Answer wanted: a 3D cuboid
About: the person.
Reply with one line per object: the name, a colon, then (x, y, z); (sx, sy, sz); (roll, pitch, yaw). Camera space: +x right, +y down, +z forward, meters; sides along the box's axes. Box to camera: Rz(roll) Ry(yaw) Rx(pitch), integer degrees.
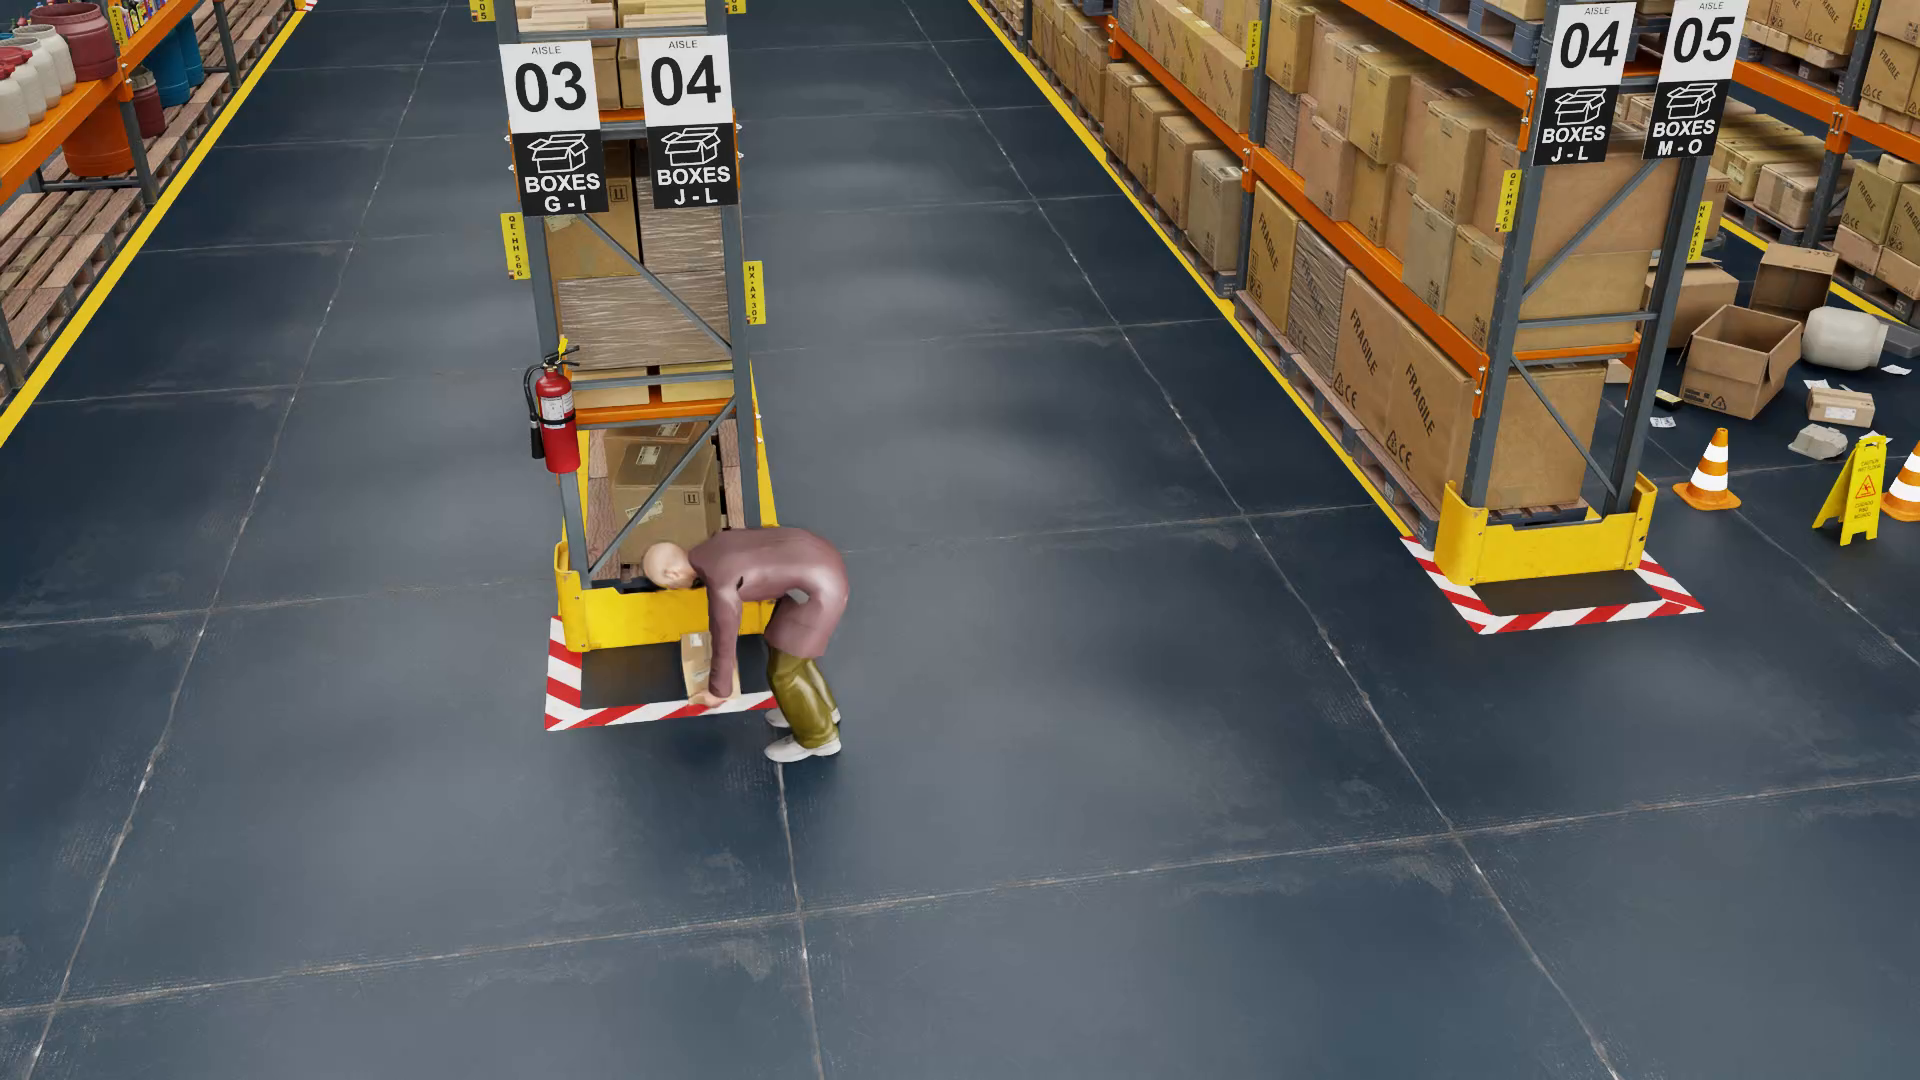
person: (-0.844, 0.218, 7.786); (0.552, 1.778, 0.524); (-3, 30, -5)
